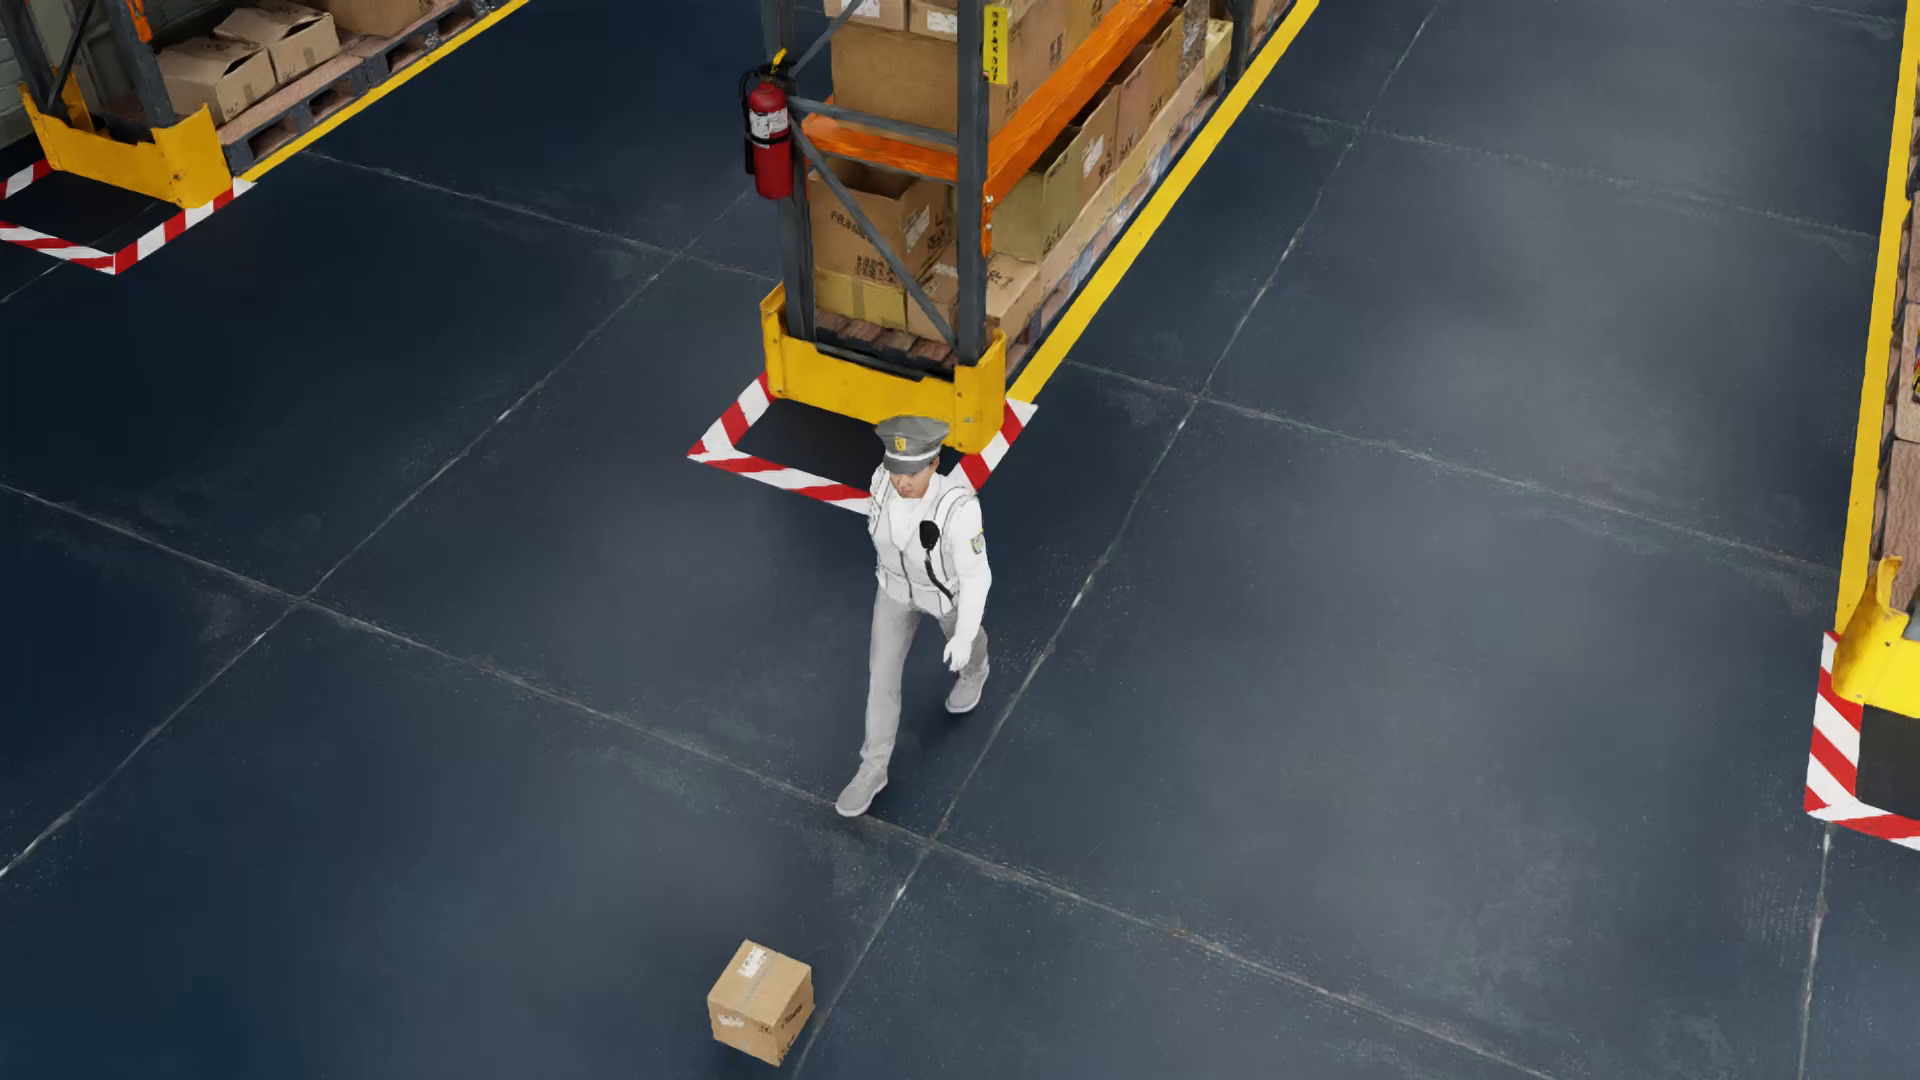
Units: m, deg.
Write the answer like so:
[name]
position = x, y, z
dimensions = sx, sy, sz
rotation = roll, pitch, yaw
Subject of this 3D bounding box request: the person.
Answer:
[person]
position = -0.125, 0.210, 5.917
dimensions = 0.517, 1.624, 0.951
rotation = 17, 45, 17
